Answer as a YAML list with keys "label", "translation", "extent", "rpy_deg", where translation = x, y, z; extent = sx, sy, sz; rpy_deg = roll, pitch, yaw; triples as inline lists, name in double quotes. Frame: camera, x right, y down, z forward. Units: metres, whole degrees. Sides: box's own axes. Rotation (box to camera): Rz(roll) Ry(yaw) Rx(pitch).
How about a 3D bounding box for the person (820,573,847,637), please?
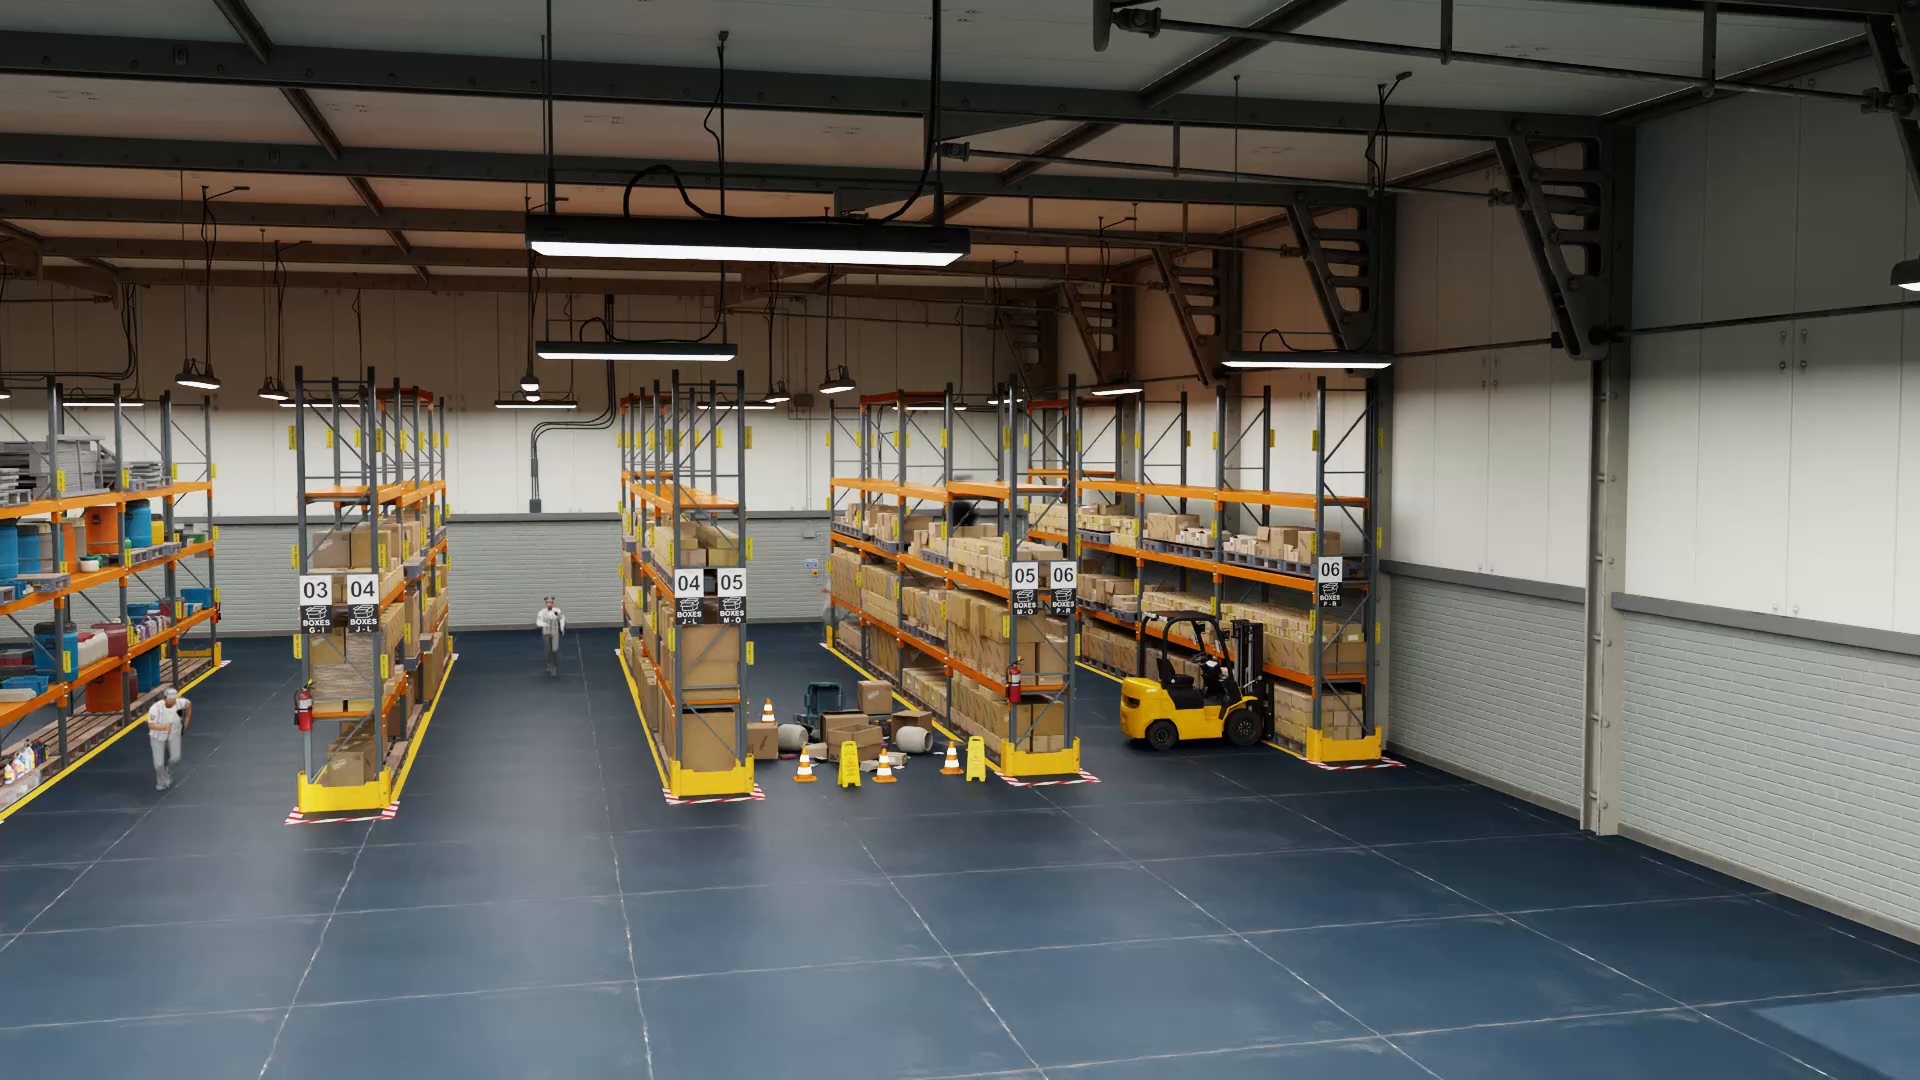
- label: "person"
  translation: [-3.226, 1.583, 42.542]
  extent: [0.852, 1.826, 0.690]
  rpy_deg: [-2, 4, -28]

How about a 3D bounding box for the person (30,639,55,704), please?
- label: "person"
  translation: [-17.314, 2.332, 31.665]
  extent: [0.689, 1.568, 0.892]
  rpy_deg: [-2, 4, -31]

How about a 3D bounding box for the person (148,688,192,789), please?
- label: "person"
  translation: [-11.278, 2.831, 23.748]
  extent: [0.614, 1.510, 0.860]
  rpy_deg: [-3, 4, -36]

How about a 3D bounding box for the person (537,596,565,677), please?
- label: "person"
  translation: [-8.722, 2.051, 35.437]
  extent: [0.561, 1.733, 0.790]
  rpy_deg: [-1, 3, -10]
